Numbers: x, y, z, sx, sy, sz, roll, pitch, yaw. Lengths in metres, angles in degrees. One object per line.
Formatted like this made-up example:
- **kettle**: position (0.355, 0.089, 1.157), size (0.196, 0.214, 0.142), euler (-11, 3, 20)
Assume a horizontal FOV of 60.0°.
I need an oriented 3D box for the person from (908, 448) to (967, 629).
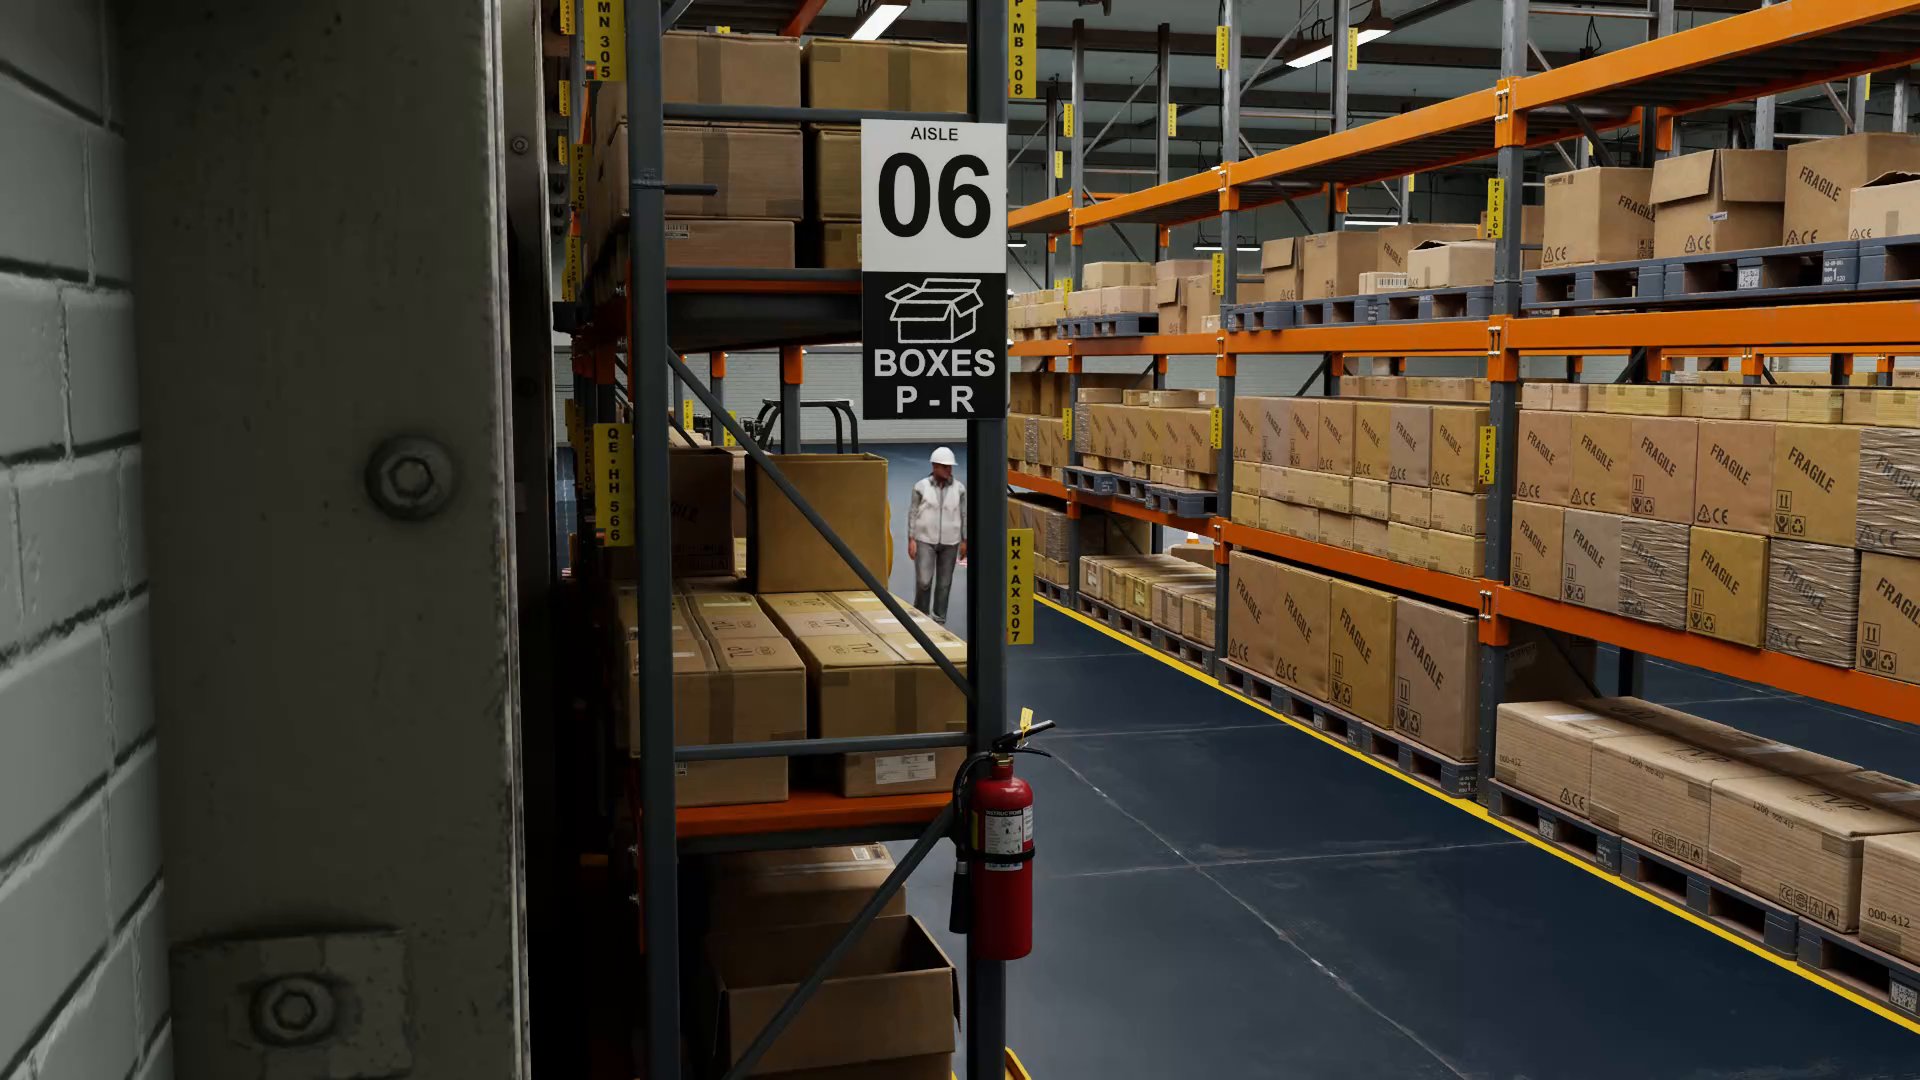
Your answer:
- **person**: position (-0.232, 0.039, 15.575), size (0.644, 1.817, 0.520), euler (-1, 6, -10)
